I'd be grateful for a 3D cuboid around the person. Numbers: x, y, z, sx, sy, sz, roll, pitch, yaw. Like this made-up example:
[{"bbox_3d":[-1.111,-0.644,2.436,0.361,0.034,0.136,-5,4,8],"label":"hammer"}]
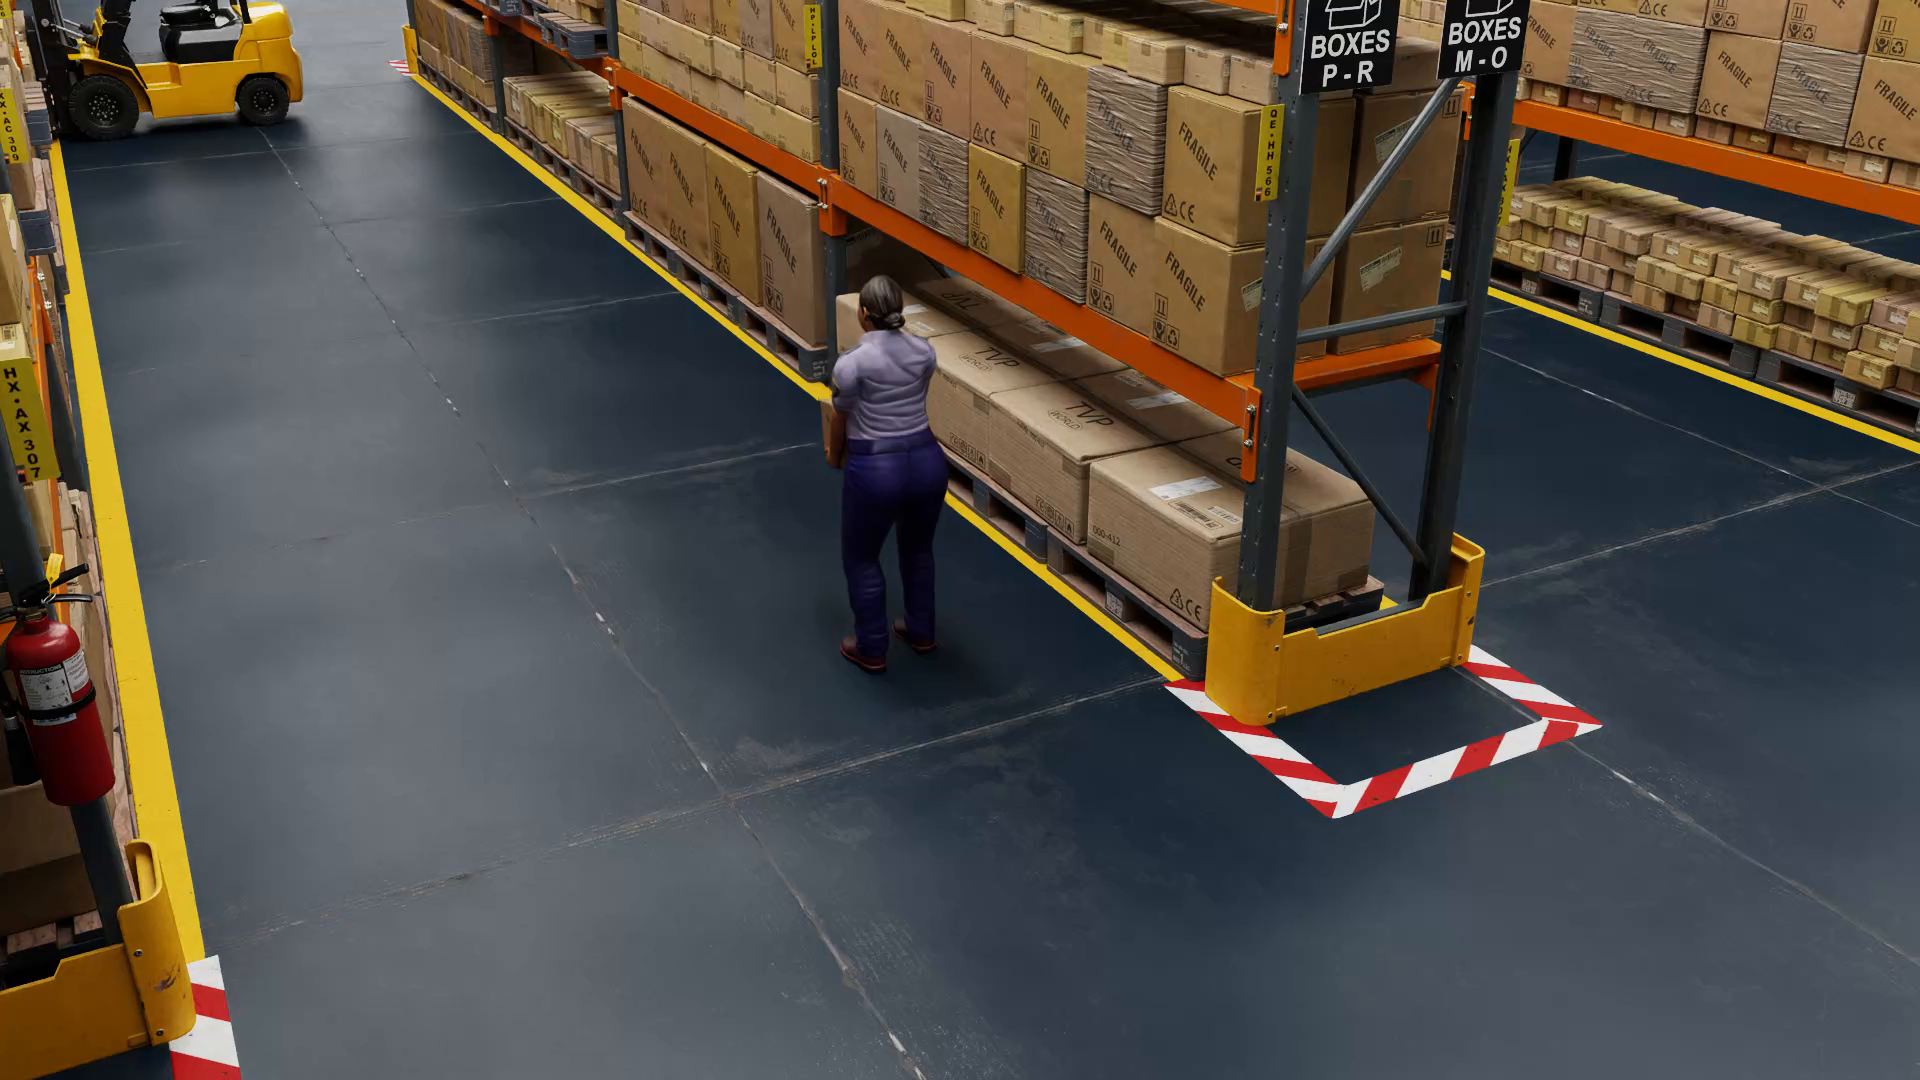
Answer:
[{"bbox_3d":[-0.316,-0.282,6.728,0.434,1.645,0.536,-14,29,-26],"label":"person"}]
